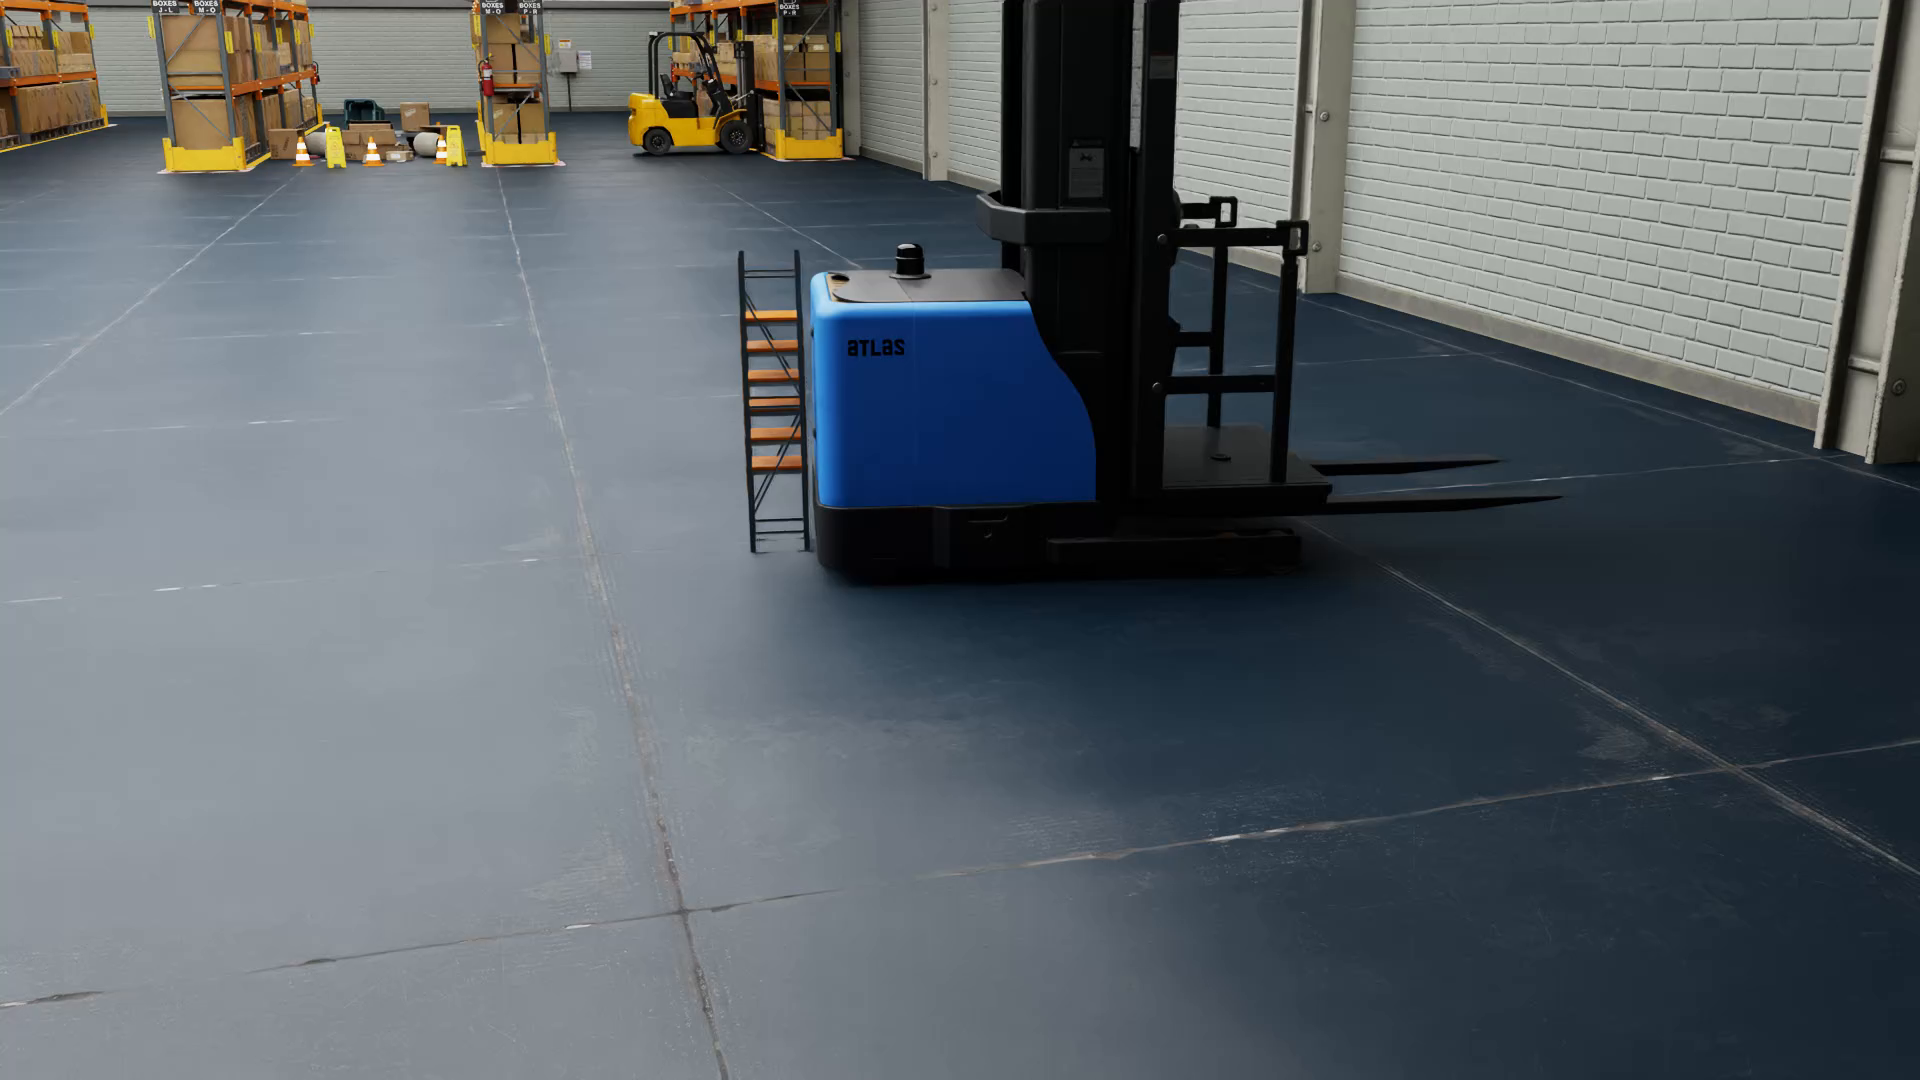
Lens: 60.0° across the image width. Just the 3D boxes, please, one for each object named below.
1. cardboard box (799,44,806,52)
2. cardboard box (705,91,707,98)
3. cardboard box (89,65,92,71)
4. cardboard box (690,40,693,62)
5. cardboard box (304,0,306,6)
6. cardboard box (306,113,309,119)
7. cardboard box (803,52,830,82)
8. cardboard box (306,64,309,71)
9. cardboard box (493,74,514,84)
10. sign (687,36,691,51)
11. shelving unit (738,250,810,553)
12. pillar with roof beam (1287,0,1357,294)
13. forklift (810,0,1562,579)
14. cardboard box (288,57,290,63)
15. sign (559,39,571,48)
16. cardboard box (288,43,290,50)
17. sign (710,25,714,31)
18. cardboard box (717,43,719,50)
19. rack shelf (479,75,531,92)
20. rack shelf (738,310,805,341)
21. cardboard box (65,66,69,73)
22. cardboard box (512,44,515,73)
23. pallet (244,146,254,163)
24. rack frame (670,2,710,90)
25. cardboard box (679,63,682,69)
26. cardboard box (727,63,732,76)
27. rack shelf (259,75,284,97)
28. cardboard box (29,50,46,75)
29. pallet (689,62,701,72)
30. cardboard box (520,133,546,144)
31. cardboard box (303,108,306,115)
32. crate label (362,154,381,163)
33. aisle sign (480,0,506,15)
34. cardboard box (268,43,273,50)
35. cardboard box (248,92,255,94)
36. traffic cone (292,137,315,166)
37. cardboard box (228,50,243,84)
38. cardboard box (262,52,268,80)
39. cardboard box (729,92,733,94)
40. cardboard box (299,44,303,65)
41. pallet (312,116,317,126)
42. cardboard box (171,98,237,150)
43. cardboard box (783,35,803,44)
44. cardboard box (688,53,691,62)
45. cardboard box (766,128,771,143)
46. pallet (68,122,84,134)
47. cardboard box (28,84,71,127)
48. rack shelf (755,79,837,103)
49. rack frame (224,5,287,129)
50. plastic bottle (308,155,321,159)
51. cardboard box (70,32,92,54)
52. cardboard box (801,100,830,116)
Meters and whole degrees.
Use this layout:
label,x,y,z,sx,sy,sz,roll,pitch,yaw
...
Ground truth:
label,x,y,z,sx,sy,sz,roll,pitch,yaw
cardboard box,-2.657,-8.786,29.684,0.380,0.149,0.250,-5,17,-15
cardboard box,-5.786,-10.476,39.100,0.380,0.149,0.250,-5,17,-15
cardboard box,-20.894,-11.234,39.572,0.380,0.149,0.250,-5,17,-15
cardboard box,-6.064,-11.666,39.672,0.700,0.500,0.500,-4,17,-14
cardboard box,-16.205,-13.122,40.470,0.500,0.250,0.500,-5,17,-16
cardboard box,-15.672,-10.074,39.499,0.380,0.149,0.250,-5,17,-17
cardboard box,-2.553,-8.456,29.716,0.500,0.500,0.500,-4,17,-13
cardboard box,-16.015,-11.466,40.344,0.380,0.149,0.250,-4,17,-14
cardboard box,-7.764,-7.822,28.215,0.380,0.149,0.250,-4,17,-13
sign,-6.502,-11.938,39.977,0.100,0.325,0.005,-5,17,-15
shelving unit,-0.746,-0.551,6.697,0.258,1.200,0.189,-2,17,-6
pillar with roof beam,-1.201,-6.067,11.508,9.100,9.000,0.400,-5,17,-15
forklift,0.914,-1.417,6.573,3.031,2.935,1.130,-2,17,-6
cardboard box,-15.114,-10.671,36.968,0.380,0.149,0.250,-5,17,-15
sign,-11.475,-14.414,48.287,0.339,0.242,0.001,-5,17,-15
cardboard box,-15.187,-11.026,37.117,0.380,0.149,0.250,-4,17,-13
sign,-6.542,-13.419,43.850,0.100,0.325,0.005,-5,17,-15
cardboard box,-5.078,-10.709,36.089,0.380,0.149,0.250,-4,17,-14
rack shelf,-9.105,-9.171,33.520,1.077,0.370,4.000,-5,17,-15
rack shelf,-0.748,-0.853,6.606,0.258,0.103,0.180,-2,17,-6
cardboard box,-20.189,-10.525,37.213,0.380,0.149,0.250,-4,17,-13
cardboard box,-7.606,-8.483,29.288,0.500,0.500,0.500,-5,17,-16
pallet,-12.814,-6.653,28.733,1.003,0.211,1.213,-5,17,-15
rack frame,-7.081,-12.675,43.935,1.000,3.000,0.127,-5,17,-15
cardboard box,-6.948,-12.082,42.396,0.380,0.149,0.250,-5,17,-17
cardboard box,-4.573,-9.823,34.701,0.500,0.250,0.500,-4,17,-13
rack shelf,-13.836,-8.752,32.124,1.077,0.370,4.000,-5,17,-15
cardboard box,-19.611,-10.050,35.023,0.500,0.500,0.500,-5,17,-16
pallet,-5.867,-11.247,39.514,1.003,0.211,1.213,-5,17,-15
cardboard box,-7.411,-6.985,29.042,0.500,0.250,0.500,-5,17,-16
cardboard box,-15.277,-9.860,38.270,0.380,0.149,0.250,-4,17,-13
crate label,-10.064,-6.533,28.462,0.298,0.136,0.250,16,23,42
aisle sign,-7.717,-9.061,27.384,0.394,0.787,0.004,-5,17,-15
cardboard box,-14.328,-10.160,34.233,0.380,0.149,0.250,-5,17,-15
cardboard box,-14.826,-9.181,34.614,0.500,0.250,0.500,-5,17,-17
traffic cone,-10.968,-6.481,27.723,0.336,0.463,0.334,-5,17,-15
cardboard box,-12.538,-7.923,27.853,0.875,0.550,0.550,-5,17,-15
cardboard box,-13.312,-8.897,31.184,0.500,0.500,0.500,-5,17,-15
cardboard box,-5.133,-10.299,38.513,0.380,0.149,0.250,-5,17,-15
cardboard box,-15.522,-11.239,38.464,0.500,0.500,0.500,-5,17,-15
pallet,-16.374,-10.278,40.803,1.003,0.211,1.213,-5,17,-15
cardboard box,-12.437,-6.803,27.348,0.875,0.875,0.875,-5,17,-15
cardboard box,-2.985,-8.833,29.325,0.380,0.149,0.250,-5,17,-15
cardboard box,-6.356,-11.761,40.635,0.500,0.250,0.500,-4,17,-14
cardboard box,-3.245,-7.377,30.346,0.500,0.250,0.500,-5,17,-15
pallet,-20.416,-9.273,37.455,1.003,0.211,1.213,-5,17,-15
cardboard box,-20.087,-9.400,35.994,1.225,0.875,0.875,-5,17,-15
rack shelf,-3.234,-8.458,31.146,1.077,0.370,4.000,-5,17,-15
rack frame,-14.386,-9.649,33.862,1.000,3.000,0.127,-5,17,-15
plastic bottle,-11.423,-6.750,29.318,0.283,0.061,0.133,-12,20,-34
cardboard box,-20.995,-11.814,39.508,0.500,0.500,0.500,-4,17,-15
cardboard box,-2.634,-7.760,29.885,0.500,0.250,0.500,-5,17,-16
